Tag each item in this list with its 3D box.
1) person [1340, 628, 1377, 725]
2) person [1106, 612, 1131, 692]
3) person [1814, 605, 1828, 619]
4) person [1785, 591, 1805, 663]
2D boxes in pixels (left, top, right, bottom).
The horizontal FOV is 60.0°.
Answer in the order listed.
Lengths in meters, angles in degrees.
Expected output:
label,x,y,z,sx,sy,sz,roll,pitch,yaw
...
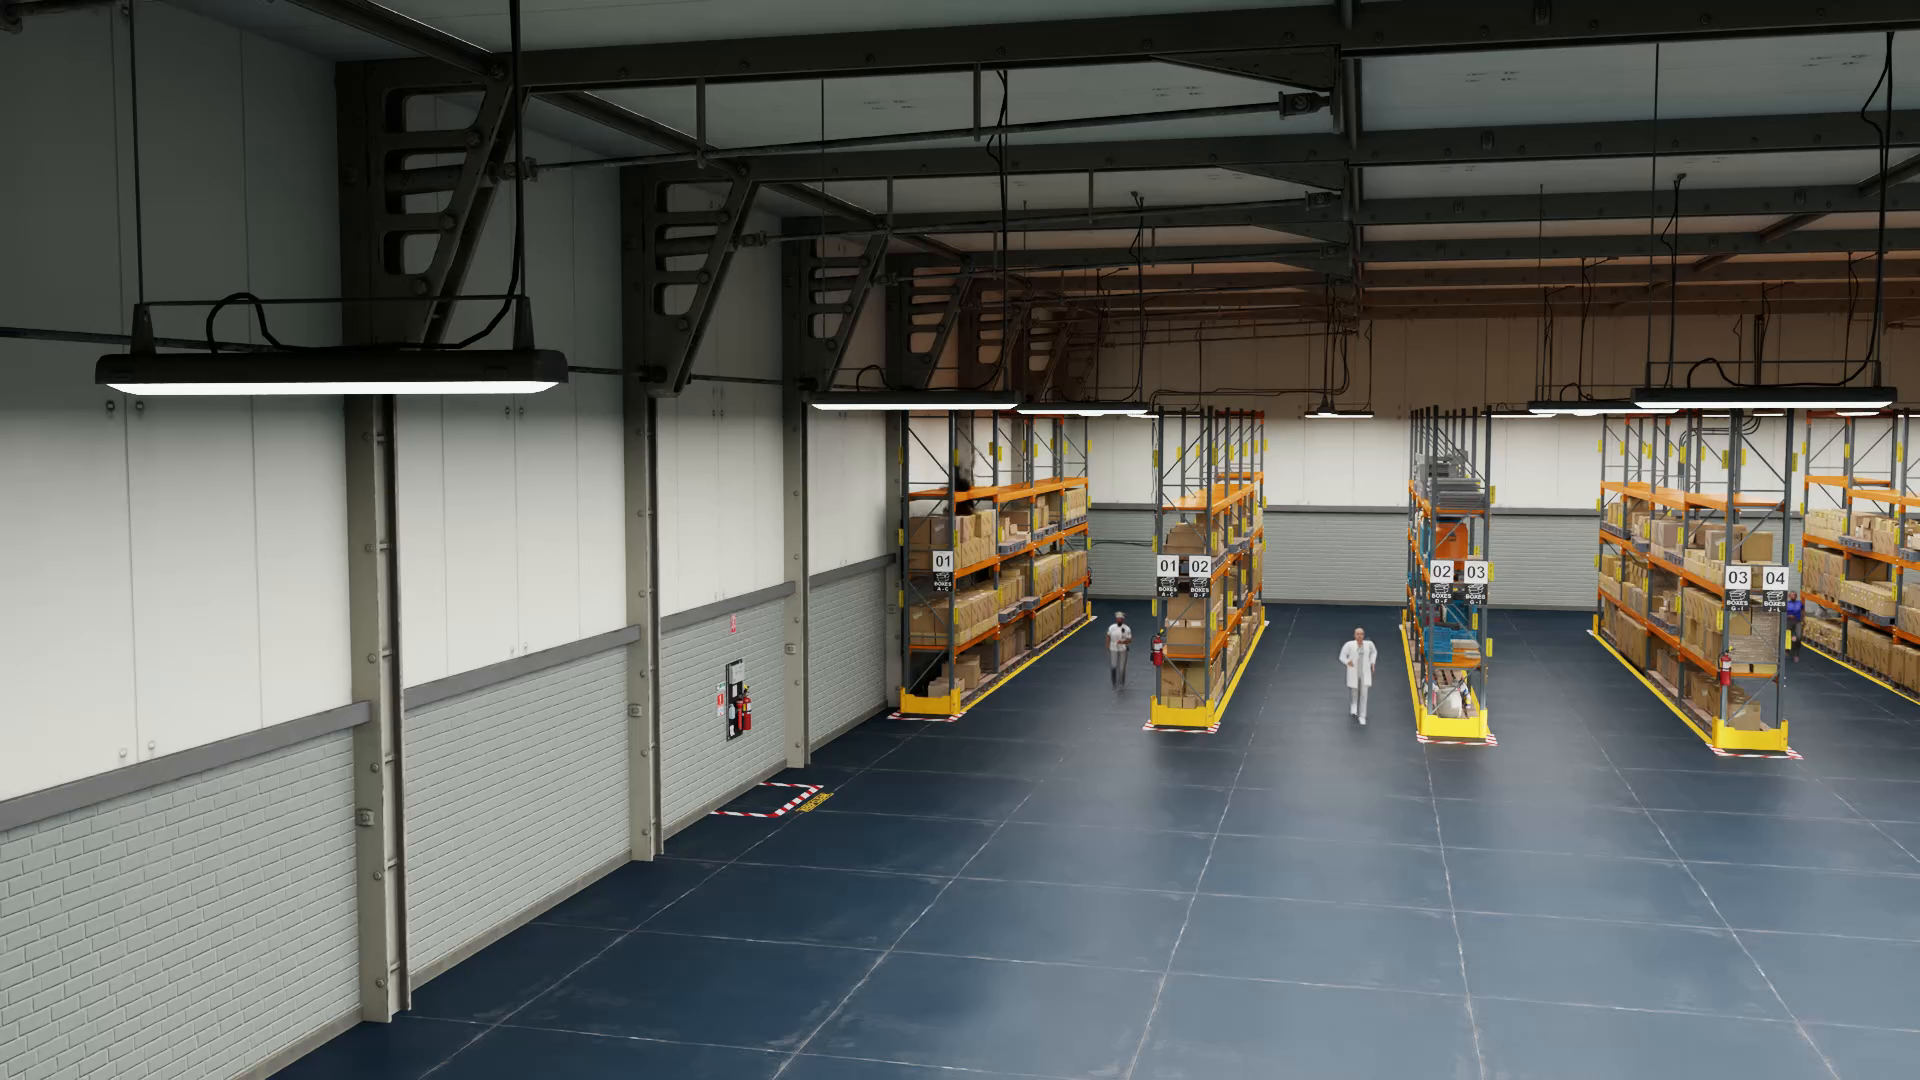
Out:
label,x,y,z,sx,sy,sz,roll,pitch,yaw
person,7.594,2.560,31.641,0.692,1.778,1.042,1,4,7
person,3.342,2.361,35.109,0.548,1.699,0.674,1,4,9
person,22.859,1.733,44.114,0.548,1.627,0.554,1,4,8
person,19.909,2.066,39.757,0.581,1.697,0.759,1,4,16
